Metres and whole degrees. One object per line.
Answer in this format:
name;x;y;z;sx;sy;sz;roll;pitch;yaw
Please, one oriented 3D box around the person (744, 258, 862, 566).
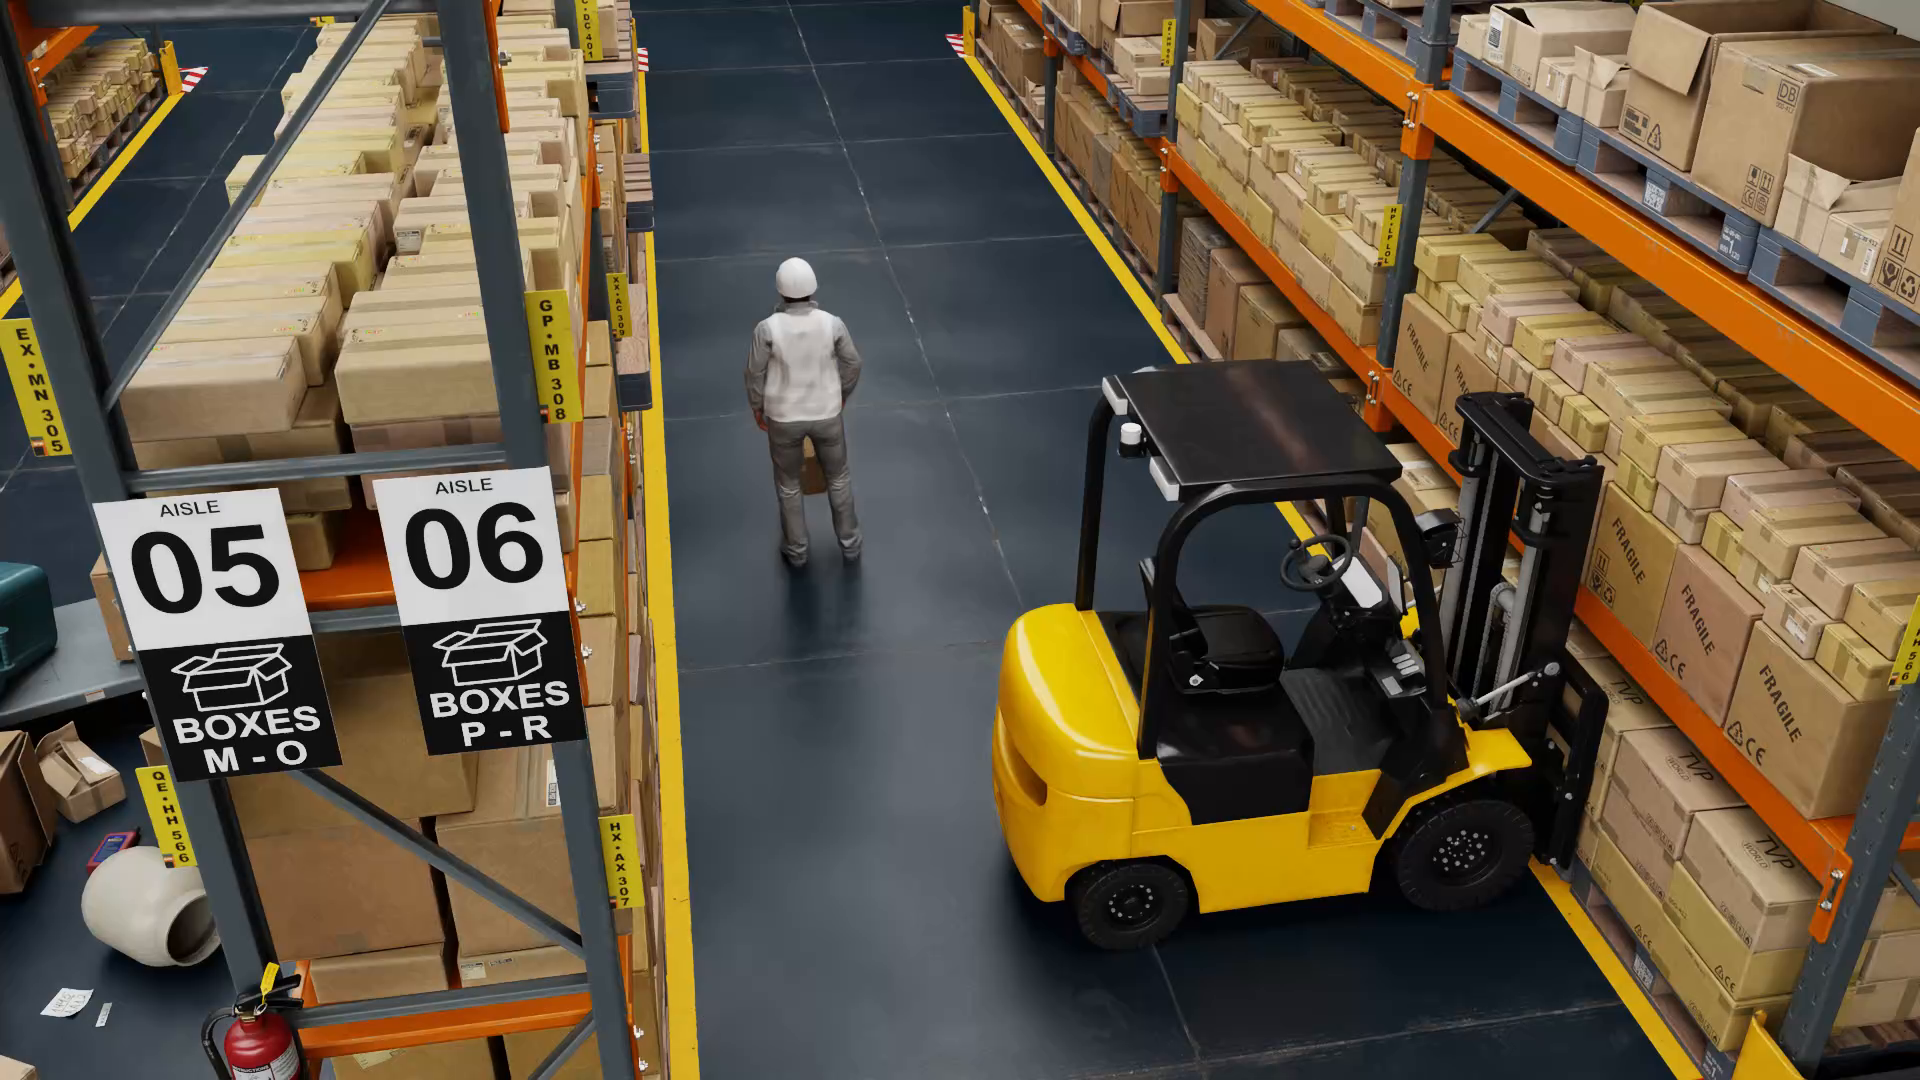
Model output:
person;-0.871;-0.722;9.353;0.654;1.755;0.483;-6;31;-10
